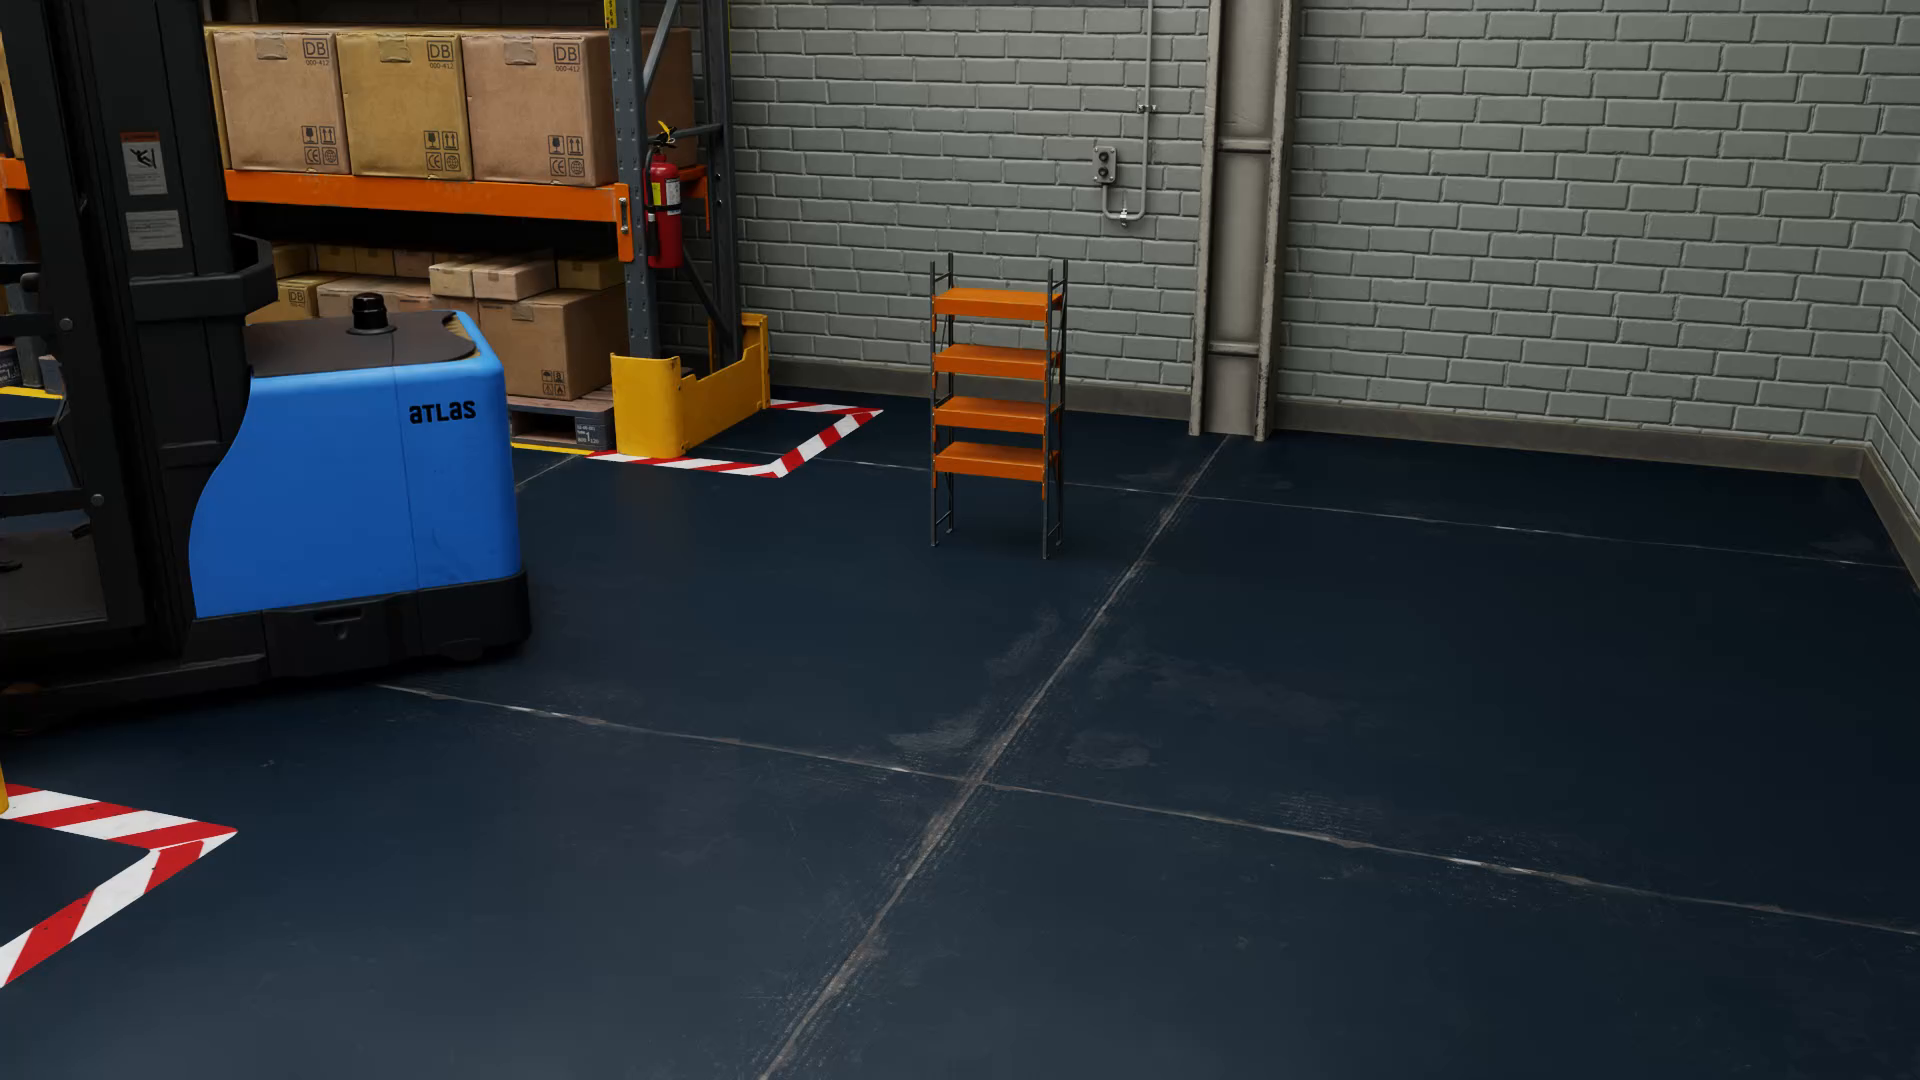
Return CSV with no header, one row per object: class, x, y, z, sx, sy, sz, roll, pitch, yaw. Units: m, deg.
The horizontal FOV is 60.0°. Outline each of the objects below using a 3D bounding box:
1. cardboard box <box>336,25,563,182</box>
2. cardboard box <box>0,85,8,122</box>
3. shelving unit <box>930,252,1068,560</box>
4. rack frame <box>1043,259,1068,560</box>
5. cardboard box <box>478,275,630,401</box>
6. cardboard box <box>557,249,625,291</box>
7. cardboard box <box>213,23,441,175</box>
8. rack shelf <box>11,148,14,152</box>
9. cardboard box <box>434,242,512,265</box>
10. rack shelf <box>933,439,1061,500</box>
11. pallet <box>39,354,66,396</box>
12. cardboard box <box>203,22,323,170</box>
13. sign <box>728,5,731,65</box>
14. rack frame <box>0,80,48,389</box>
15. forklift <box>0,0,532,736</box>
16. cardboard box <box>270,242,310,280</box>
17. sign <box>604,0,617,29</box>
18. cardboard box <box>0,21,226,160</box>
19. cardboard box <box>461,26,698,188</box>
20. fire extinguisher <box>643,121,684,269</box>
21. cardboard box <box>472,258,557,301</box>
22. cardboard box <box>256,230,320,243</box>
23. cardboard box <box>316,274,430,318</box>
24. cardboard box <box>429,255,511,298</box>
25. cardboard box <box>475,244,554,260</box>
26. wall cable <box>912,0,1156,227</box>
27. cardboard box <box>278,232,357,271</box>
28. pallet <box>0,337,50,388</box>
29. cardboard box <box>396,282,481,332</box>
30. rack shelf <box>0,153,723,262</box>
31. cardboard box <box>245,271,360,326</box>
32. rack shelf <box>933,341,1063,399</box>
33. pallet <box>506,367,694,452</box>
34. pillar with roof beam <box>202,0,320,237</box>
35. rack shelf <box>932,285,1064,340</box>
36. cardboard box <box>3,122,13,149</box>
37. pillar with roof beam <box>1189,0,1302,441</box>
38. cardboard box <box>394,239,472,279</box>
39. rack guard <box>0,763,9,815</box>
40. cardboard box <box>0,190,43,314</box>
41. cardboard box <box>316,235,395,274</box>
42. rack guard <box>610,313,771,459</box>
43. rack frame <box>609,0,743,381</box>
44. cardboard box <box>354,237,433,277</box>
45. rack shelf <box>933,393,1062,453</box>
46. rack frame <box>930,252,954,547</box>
cardboard box,-2.584,-2.282,8.610,0.700,0.700,0.980,6,20,18
cardboard box,-5.705,-2.614,9.384,0.500,0.500,0.500,6,20,17
shelving unit,0.156,-0.549,6.827,0.503,1.200,0.258,7,20,18
rack frame,0.387,-0.522,6.752,0.015,1.200,0.240,7,20,18
cardboard box,-2.102,-1.076,8.765,0.500,0.500,0.700,7,20,18
cardboard box,-1.918,-1.431,8.798,0.250,0.149,0.380,7,20,18
cardboard box,-3.301,-2.367,8.854,0.700,0.700,0.980,6,20,15
rack shelf,-7.076,-2.322,10.272,4.000,0.370,1.077,7,20,18
cardboard box,-2.633,-1.512,9.032,0.250,0.149,0.380,7,20,19
rack shelf,0.156,-0.298,6.915,0.480,0.148,0.258,7,20,18
pallet,-4.494,-1.022,9.688,1.213,0.211,1.003,7,20,18
cardboard box,-3.992,-2.443,9.071,0.700,0.700,0.980,6,20,17
sign,-1.220,-2.631,8.632,0.005,0.325,0.100,7,20,18
rack frame,-5.186,-2.445,9.534,0.127,3.000,1.000,7,20,18
forklift,-3.091,-0.933,5.300,3.031,2.935,1.130,-8,21,-21
cardboard box,-3.757,-1.507,9.016,0.250,0.149,0.380,6,20,17
sign,-1.599,-2.505,7.585,0.005,0.325,0.100,7,20,18
cardboard box,-4.679,-2.523,9.302,0.700,0.700,0.980,7,20,19
cardboard box,-1.893,-2.207,8.394,0.700,0.700,0.980,7,21,21
fire extinguisher,-1.417,-1.641,7.910,0.183,0.674,0.296,7,20,18
cardboard box,-2.283,-1.339,8.535,0.250,0.149,0.380,6,20,17
cardboard box,-3.838,-1.650,9.426,0.250,0.149,0.380,6,20,16
cardboard box,-3.050,-1.184,9.075,0.500,0.500,0.700,6,20,16
cardboard box,-2.525,-1.367,8.614,0.250,0.149,0.380,7,20,20
cardboard box,-2.397,-1.485,8.954,0.250,0.149,0.380,7,20,18
wall cable,0.112,-2.649,8.574,1.851,1.984,0.084,7,20,18
cardboard box,-3.600,-1.622,9.347,0.250,0.149,0.380,7,20,19
pallet,-5.940,-1.188,10.165,1.213,0.211,1.003,7,20,18
cardboard box,-2.575,-1.130,8.920,0.500,0.500,0.700,6,20,18
rack shelf,-3.297,-1.890,9.033,4.000,0.370,1.077,7,20,18
cardboard box,-3.556,-1.239,9.234,0.500,0.500,0.700,7,20,19
rack shelf,0.156,-0.696,6.776,0.480,0.148,0.258,7,20,18
pallet,-2.189,-0.758,8.932,1.213,0.211,1.003,7,20,18
pillar with roof beam,-5.654,-4.133,5.261,0.400,9.000,9.100,7,20,18
rack shelf,0.156,-0.920,6.698,0.480,0.148,0.258,7,20,18
cardboard box,-5.599,-2.285,9.424,0.250,0.149,0.380,7,20,19
pillar with roof beam,0.014,-3.485,3.402,0.400,9.000,9.100,7,20,18
cardboard box,-2.874,-1.540,9.110,0.250,0.149,0.380,7,20,19
rack guard,-3.102,0.700,4.310,0.348,0.500,1.175,7,20,18
cardboard box,-5.843,-1.658,9.904,0.750,0.750,0.750,7,20,19
cardboard box,-3.355,-1.595,9.268,0.250,0.149,0.380,6,20,17
rack guard,-1.385,-0.830,8.699,0.348,0.500,1.175,7,20,18
rack frame,-1.408,-2.013,8.295,0.127,3.000,1.000,7,20,18
cardboard box,-3.116,-1.567,9.189,0.250,0.149,0.380,7,20,19
rack shelf,0.156,-0.485,6.850,0.480,0.148,0.258,7,20,18
rack frame,-0.074,-0.575,6.903,0.015,1.200,0.240,7,20,18
